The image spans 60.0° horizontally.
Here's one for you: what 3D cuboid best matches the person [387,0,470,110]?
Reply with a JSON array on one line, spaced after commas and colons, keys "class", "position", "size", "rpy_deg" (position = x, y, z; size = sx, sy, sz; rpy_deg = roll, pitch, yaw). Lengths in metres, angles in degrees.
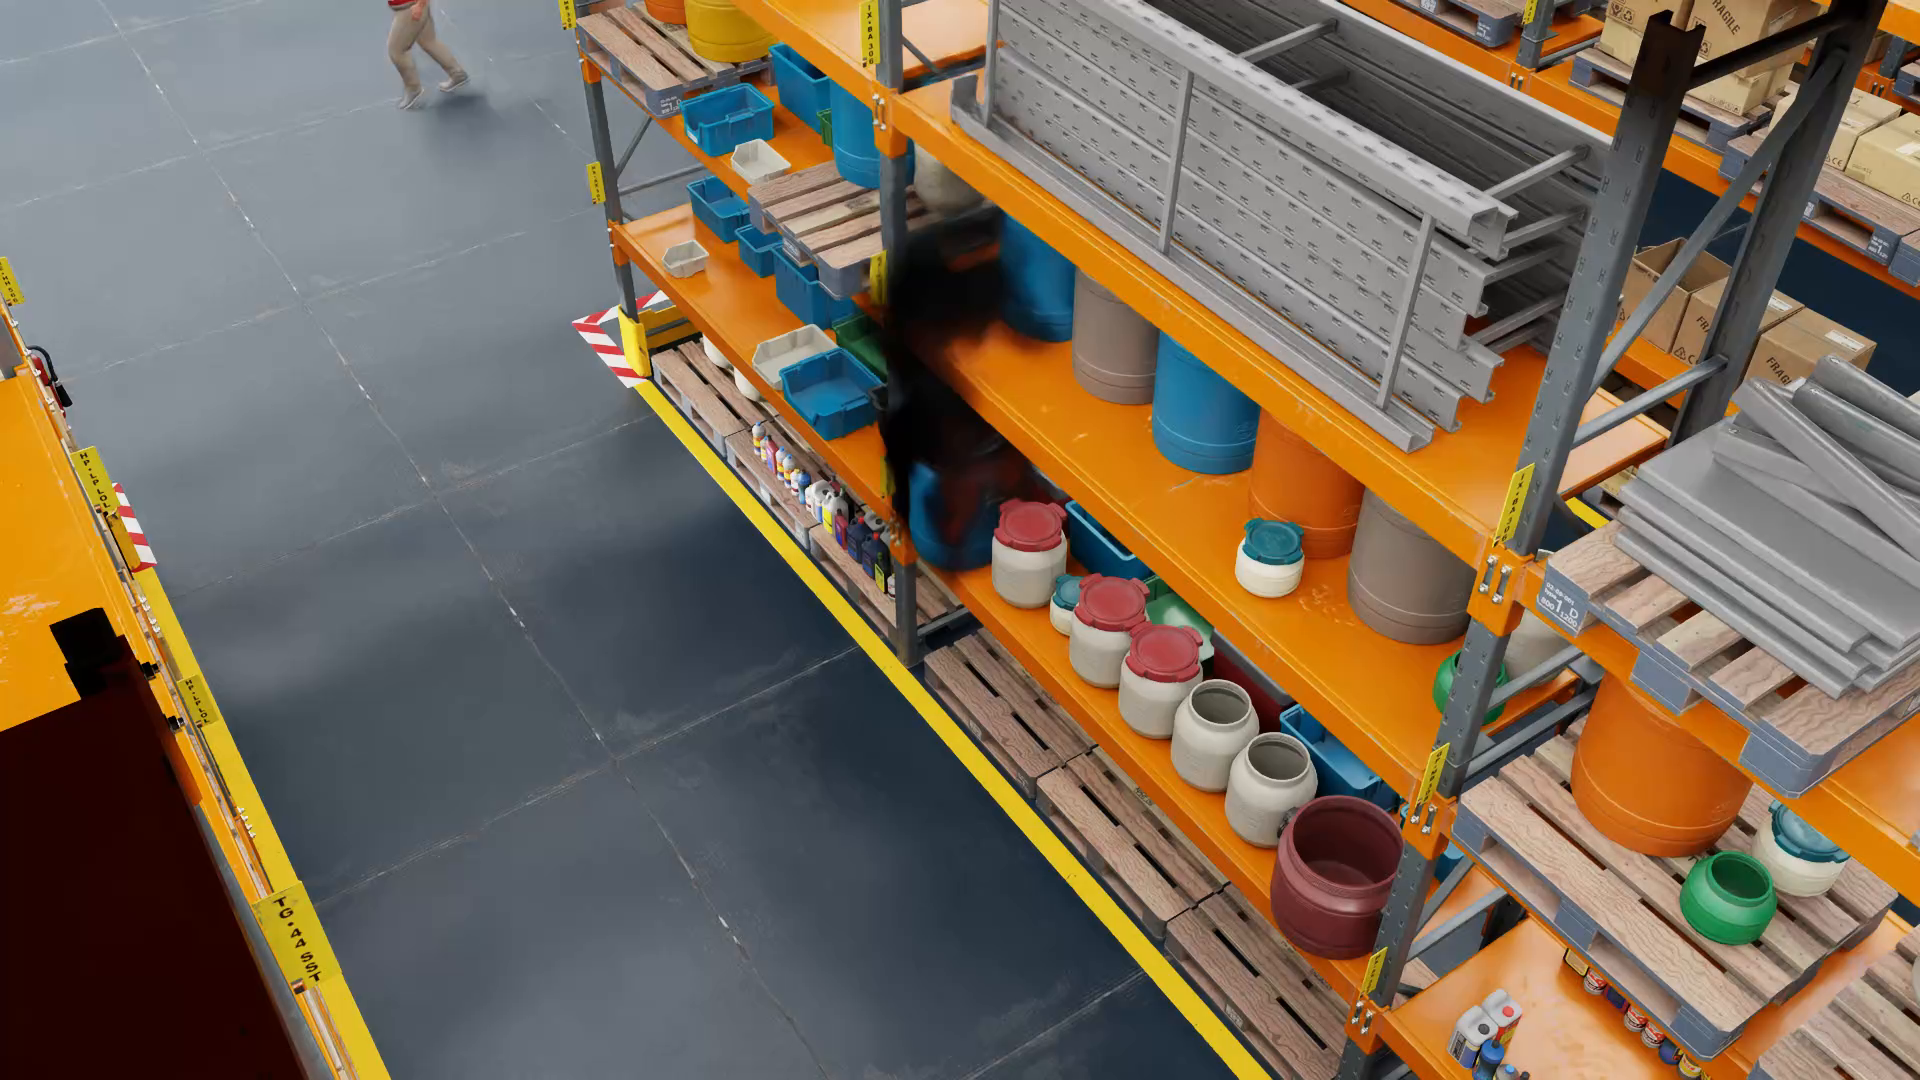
[{"class": "person", "position": [-5.254, -5.037, 15.973], "size": [0.800, 1.792, 0.642], "rpy_deg": [-7, 43, -7]}]
